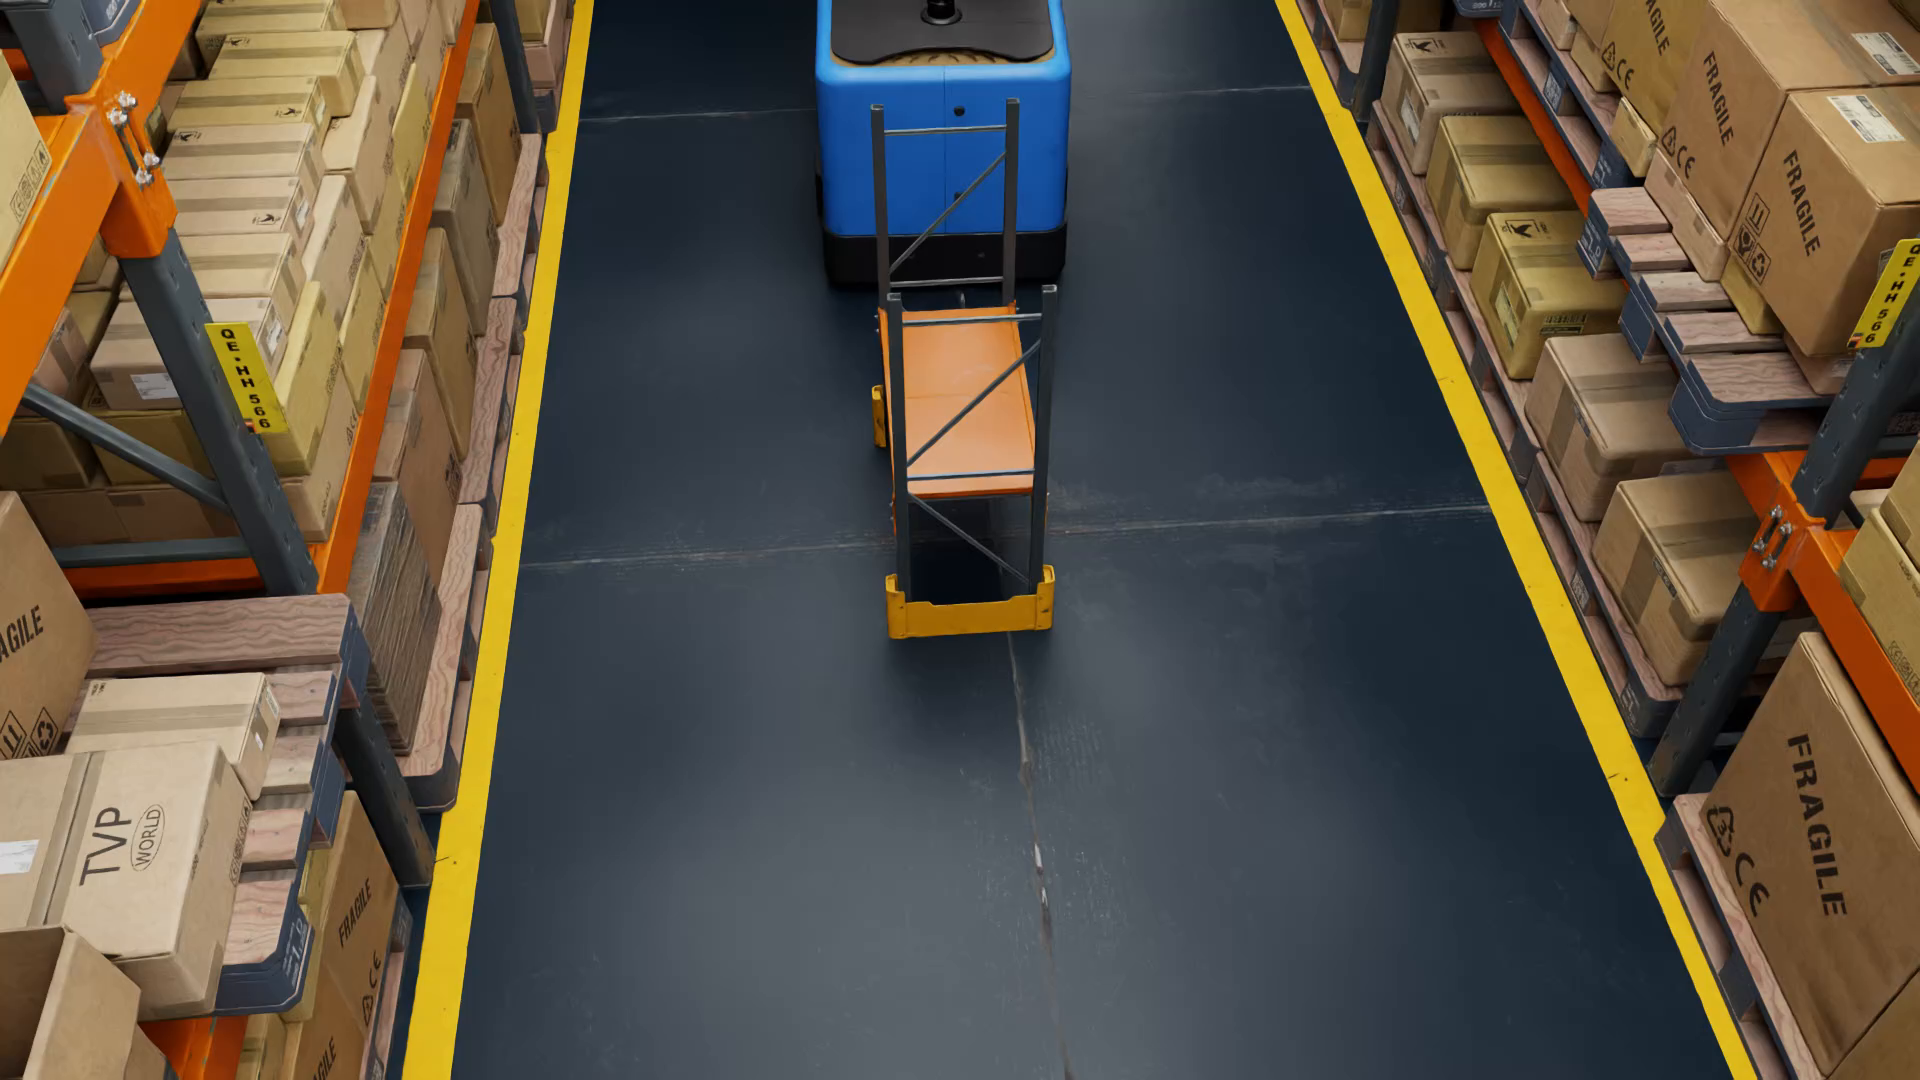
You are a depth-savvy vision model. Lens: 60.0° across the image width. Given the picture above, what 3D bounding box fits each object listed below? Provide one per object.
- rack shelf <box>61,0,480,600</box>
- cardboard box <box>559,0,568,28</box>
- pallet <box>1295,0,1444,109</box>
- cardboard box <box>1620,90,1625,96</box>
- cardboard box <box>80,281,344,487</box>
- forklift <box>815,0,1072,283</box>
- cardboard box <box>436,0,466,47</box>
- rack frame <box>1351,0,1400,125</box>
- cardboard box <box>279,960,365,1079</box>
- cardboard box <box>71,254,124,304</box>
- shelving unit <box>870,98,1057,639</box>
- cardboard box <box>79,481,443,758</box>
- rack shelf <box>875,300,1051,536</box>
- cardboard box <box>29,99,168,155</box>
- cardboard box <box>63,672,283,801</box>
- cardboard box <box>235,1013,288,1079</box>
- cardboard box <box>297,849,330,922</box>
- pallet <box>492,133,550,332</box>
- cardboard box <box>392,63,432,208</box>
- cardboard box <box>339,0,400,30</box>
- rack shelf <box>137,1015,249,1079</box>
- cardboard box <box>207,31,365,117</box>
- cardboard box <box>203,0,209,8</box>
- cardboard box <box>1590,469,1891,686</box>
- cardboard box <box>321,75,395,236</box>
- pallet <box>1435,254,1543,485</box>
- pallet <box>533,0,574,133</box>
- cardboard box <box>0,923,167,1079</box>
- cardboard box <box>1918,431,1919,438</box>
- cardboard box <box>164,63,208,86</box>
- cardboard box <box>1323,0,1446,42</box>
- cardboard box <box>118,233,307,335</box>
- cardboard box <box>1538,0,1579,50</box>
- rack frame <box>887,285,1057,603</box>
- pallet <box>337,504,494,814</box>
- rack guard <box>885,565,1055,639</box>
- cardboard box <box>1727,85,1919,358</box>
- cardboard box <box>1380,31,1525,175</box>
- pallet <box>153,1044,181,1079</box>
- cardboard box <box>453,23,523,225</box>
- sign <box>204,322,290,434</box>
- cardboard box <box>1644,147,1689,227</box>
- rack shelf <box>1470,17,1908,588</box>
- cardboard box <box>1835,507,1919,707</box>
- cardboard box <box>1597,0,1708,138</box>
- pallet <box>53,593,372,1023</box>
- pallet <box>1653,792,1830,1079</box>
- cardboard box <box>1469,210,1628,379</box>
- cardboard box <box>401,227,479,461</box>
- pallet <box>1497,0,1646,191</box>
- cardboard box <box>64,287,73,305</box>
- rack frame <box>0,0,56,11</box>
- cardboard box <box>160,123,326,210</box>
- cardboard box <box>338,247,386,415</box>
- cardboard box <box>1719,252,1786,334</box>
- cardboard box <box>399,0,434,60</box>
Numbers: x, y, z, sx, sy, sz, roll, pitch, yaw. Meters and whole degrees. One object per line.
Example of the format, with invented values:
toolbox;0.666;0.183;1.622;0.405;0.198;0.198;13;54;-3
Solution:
rack shelf;-2.331;-1.154;5.773;1.077;0.370;4.000;-3;47;-3
cardboard box;-2.267;-2.784;8.426;0.500;0.250;0.500;-4;47;-4
pallet;2.356;-2.678;8.641;1.003;0.211;1.213;-3;47;-3
cardboard box;2.415;-1.480;5.469;0.380;0.149;0.250;-3;47;-3
cardboard box;-1.932;-0.413;4.334;0.500;0.250;0.500;-4;47;-3
forklift;-0.122;-3.184;7.247;1.130;2.935;3.031;-2;47;-2
cardboard box;-2.148;-2.085;6.262;0.500;0.250;0.500;-4;47;-4
rack frame;2.448;-3.153;7.170;1.000;3.000;0.127;-3;47;-3
cardboard box;-1.882;1.416;4.275;0.500;0.500;0.500;-4;47;-4
cardboard box;-2.523;-0.753;4.656;0.500;0.250;0.500;-3;47;-3
shelving unit;-0.006;-0.571;5.758;0.587;1.500;1.083;-3;47;-3
cardboard box;-2.202;0.265;5.279;0.875;0.625;0.625;-2;47;-2
rack shelf;-0.007;-0.454;5.895;0.538;0.185;1.000;-3;47;-3
cardboard box;-2.521;-1.176;4.782;0.380;0.149;0.250;-4;47;-4
cardboard box;-1.726;0.439;3.652;0.380;0.149;0.250;-3;47;-3
cardboard box;-1.838;1.268;3.969;0.380;0.149;0.250;-5;47;-5
cardboard box;-1.870;0.879;4.337;0.380;0.149;0.250;-6;47;-5
pallet;-2.398;-1.359;7.392;1.003;0.211;1.213;-3;47;-3
cardboard box;-2.086;-1.351;5.567;0.500;0.250;0.500;-2;47;-2
cardboard box;-2.013;-1.763;5.338;0.380;0.149;0.250;-5;47;-4
rack shelf;-1.996;1.740;3.032;1.077;0.370;4.000;-3;47;-3
cardboard box;-2.015;-1.394;4.989;0.380;0.149;0.250;-3;47;-2
cardboard box;-2.601;-1.733;5.310;0.380;0.149;0.250;-3;47;-3
cardboard box;2.745;0.091;5.619;0.950;0.372;0.625;-6;47;-6
cardboard box;-2.024;-1.153;5.035;0.500;0.250;0.500;-5;47;-4
pallet;2.620;-0.746;6.811;1.003;0.211;1.213;-3;47;-3
pallet;-2.523;-2.468;8.442;1.003;0.211;1.213;-3;47;-3
cardboard box;-1.843;1.035;2.843;0.797;0.503;0.637;-4;47;-4
cardboard box;2.580;-0.266;3.678;0.500;0.500;0.500;-5;47;-5
cardboard box;-2.596;-1.480;5.345;0.500;0.250;0.500;-4;47;-4
cardboard box;2.130;-2.764;8.406;0.500;0.250;0.500;-2;47;-1
cardboard box;-1.920;-0.654;4.288;0.380;0.149;0.250;-3;47;-2
cardboard box;2.260;-1.847;5.818;0.380;0.149;0.250;-2;47;-2
rack frame;0.035;-0.210;5.416;0.500;1.500;0.032;-3;47;-3
pallet;-2.193;0.406;5.720;1.003;0.211;1.213;-3;47;-3
rack guard;0.035;0.219;5.870;0.587;0.250;0.087;-3;47;-3
cardboard box;2.467;-0.852;4.428;0.500;0.500;0.500;-5;47;-4
cardboard box;2.494;-2.015;7.613;0.950;0.372;0.625;-3;47;-3
pallet;-1.996;1.518;2.879;1.003;0.211;1.213;-3;47;-3
cardboard box;-2.443;-1.800;7.235;0.875;0.625;0.625;-2;47;-2
sign;-1.623;-0.365;3.787;0.100;0.325;0.005;-3;47;-3
cardboard box;2.347;-1.092;5.102;0.380;0.149;0.250;-5;47;-5
rack shelf;2.615;-1.459;6.061;1.077;0.370;4.000;-3;47;-3
cardboard box;2.573;0.162;4.134;0.500;0.250;0.500;-4;47;-4
cardboard box;2.370;-1.591;5.128;0.500;0.500;0.500;-6;47;-6
pallet;-2.037;0.597;3.750;1.213;0.211;1.003;-3;47;-3
pallet;2.773;1.275;4.897;1.003;0.211;1.213;-3;47;-3
cardboard box;2.618;-0.992;6.644;0.950;0.372;0.625;-2;47;-2
cardboard box;-2.321;-0.694;6.188;0.875;0.625;0.625;-5;47;-5
pallet;2.576;-1.623;5.853;1.003;0.211;1.213;-3;47;-3
cardboard box;-2.526;-0.618;4.254;0.380;0.149;0.250;-2;47;-2
rack frame;-2.163;-2.018;1.963;1.000;3.000;0.127;-3;47;-3
cardboard box;-2.002;-1.026;4.641;0.380;0.149;0.250;-3;47;-3
cardboard box;-1.994;-0.603;4.859;0.500;0.250;0.500;-4;47;-4
cardboard box;2.426;-0.730;4.759;0.380;0.149;0.250;-3;47;-3
cardboard box;-2.115;-1.887;5.731;0.500;0.250;0.500;-3;47;-3
